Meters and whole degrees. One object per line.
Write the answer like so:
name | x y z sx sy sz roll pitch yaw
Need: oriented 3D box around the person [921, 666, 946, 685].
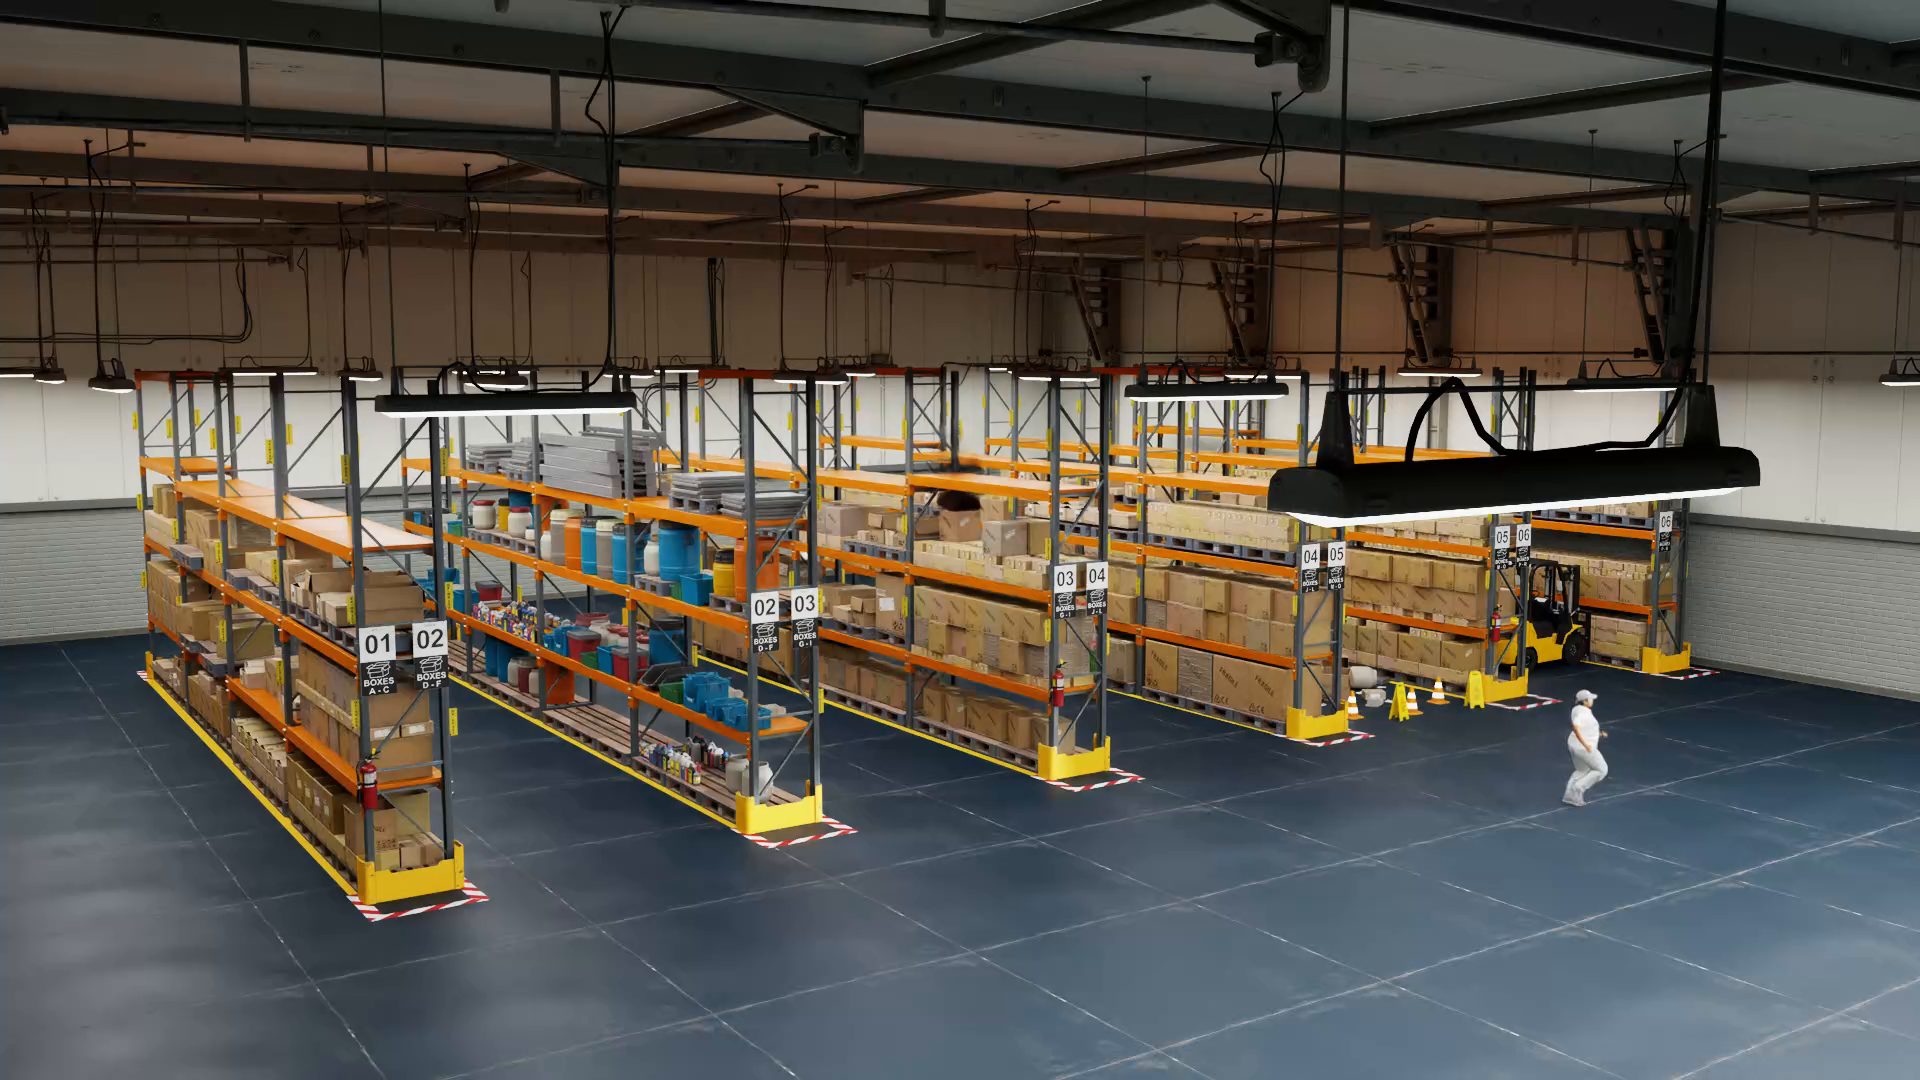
person | -0.470 1.930 31.813 0.575 1.662 0.589 -6 9 -44

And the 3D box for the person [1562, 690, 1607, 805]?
person | 8.750 2.902 23.219 0.583 1.629 0.592 0 6 1

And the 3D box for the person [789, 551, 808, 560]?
person | -4.007 0.849 41.173 0.747 1.808 0.762 5 8 36

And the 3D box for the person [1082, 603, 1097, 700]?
person | 2.303 2.022 30.350 0.667 1.763 0.860 -6 9 -43
